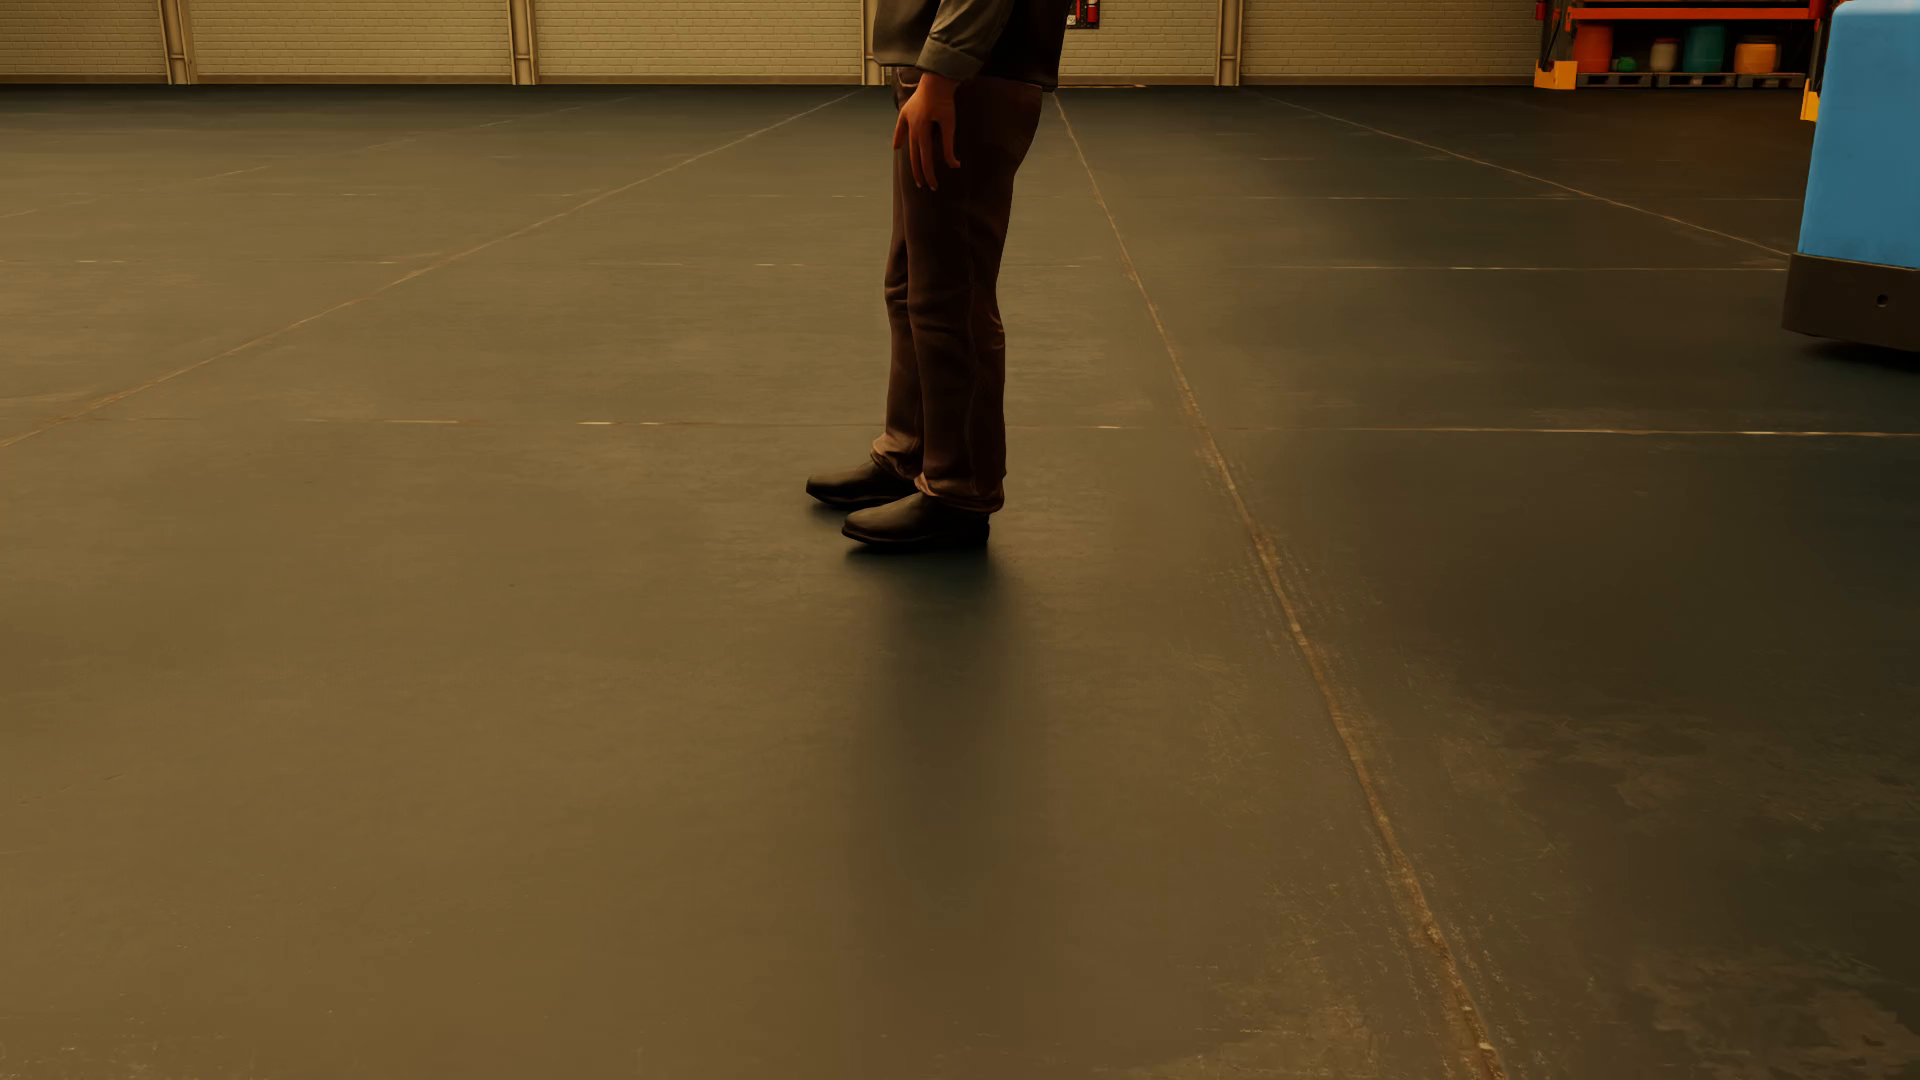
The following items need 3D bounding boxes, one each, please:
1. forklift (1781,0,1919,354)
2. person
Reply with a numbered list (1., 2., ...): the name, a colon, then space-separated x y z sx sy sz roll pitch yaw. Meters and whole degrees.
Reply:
1. forklift: 4.164 -2.088 5.154 3.031 2.935 1.130 -9 19 -27
2. person: -0.061 -0.832 3.124 0.568 1.720 0.632 1 17 2
